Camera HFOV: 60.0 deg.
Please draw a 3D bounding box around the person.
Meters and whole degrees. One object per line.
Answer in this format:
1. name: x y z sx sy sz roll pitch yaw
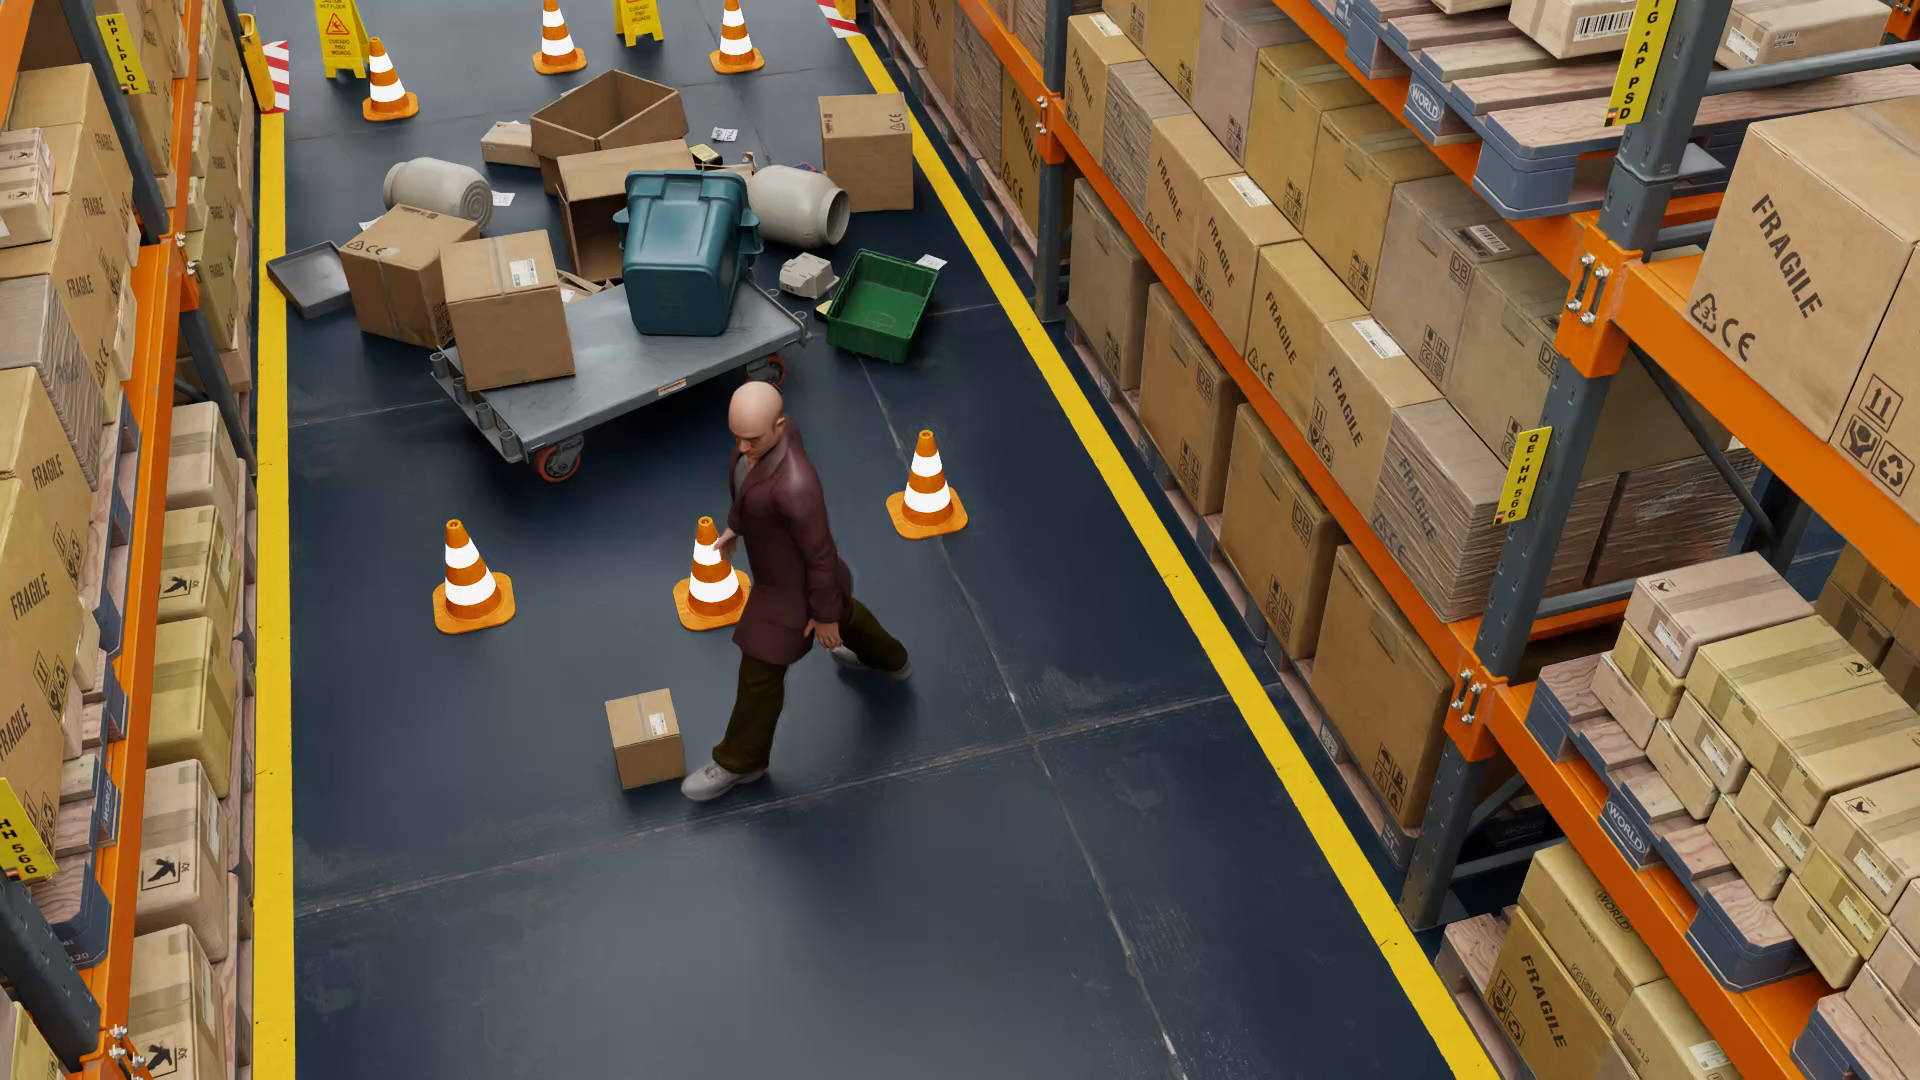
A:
1. person: -0.644 0.093 6.073 0.993 1.745 0.702 -9 42 -10
